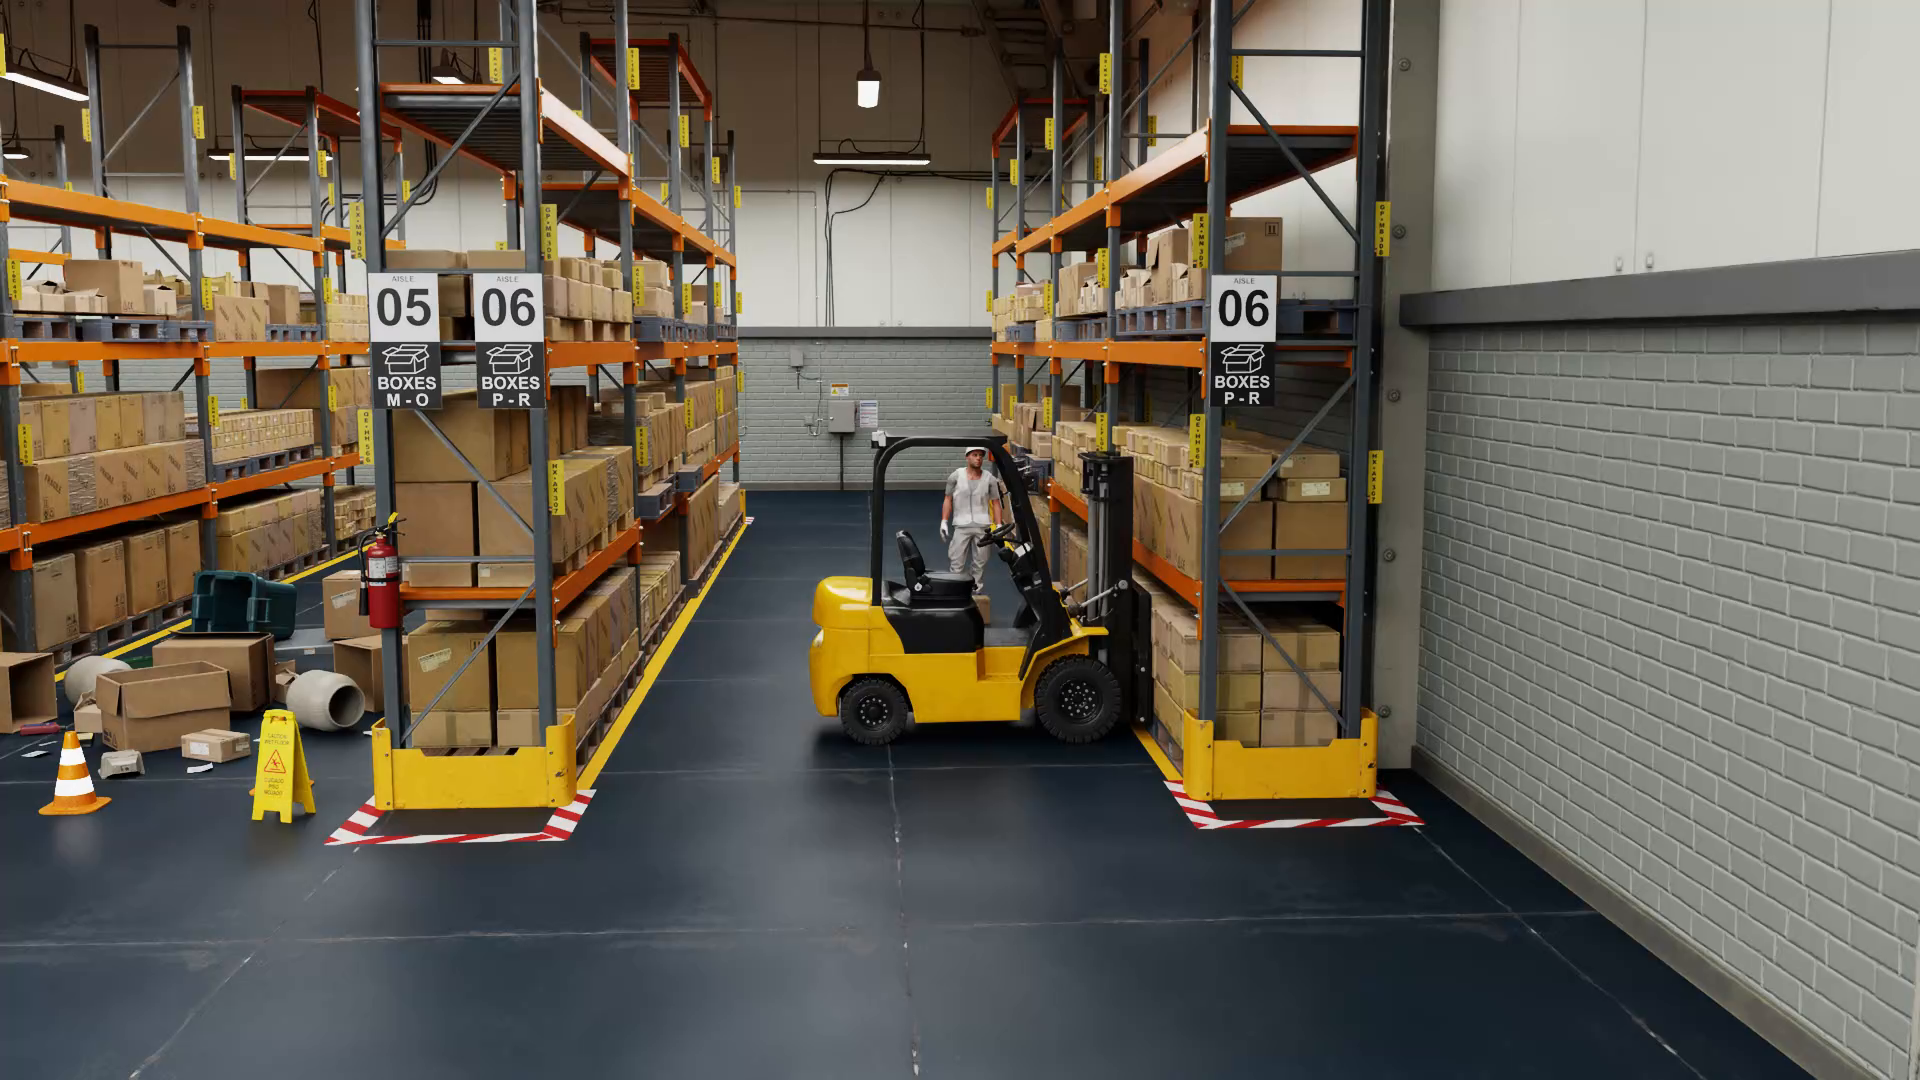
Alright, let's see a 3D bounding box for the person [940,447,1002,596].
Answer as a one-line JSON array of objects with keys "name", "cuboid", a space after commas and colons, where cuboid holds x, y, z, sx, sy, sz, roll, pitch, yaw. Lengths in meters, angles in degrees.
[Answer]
[{"name": "person", "cuboid": [0.119, -0.093, 16.839, 0.637, 1.790, 0.559, 0, 7, -4]}]
